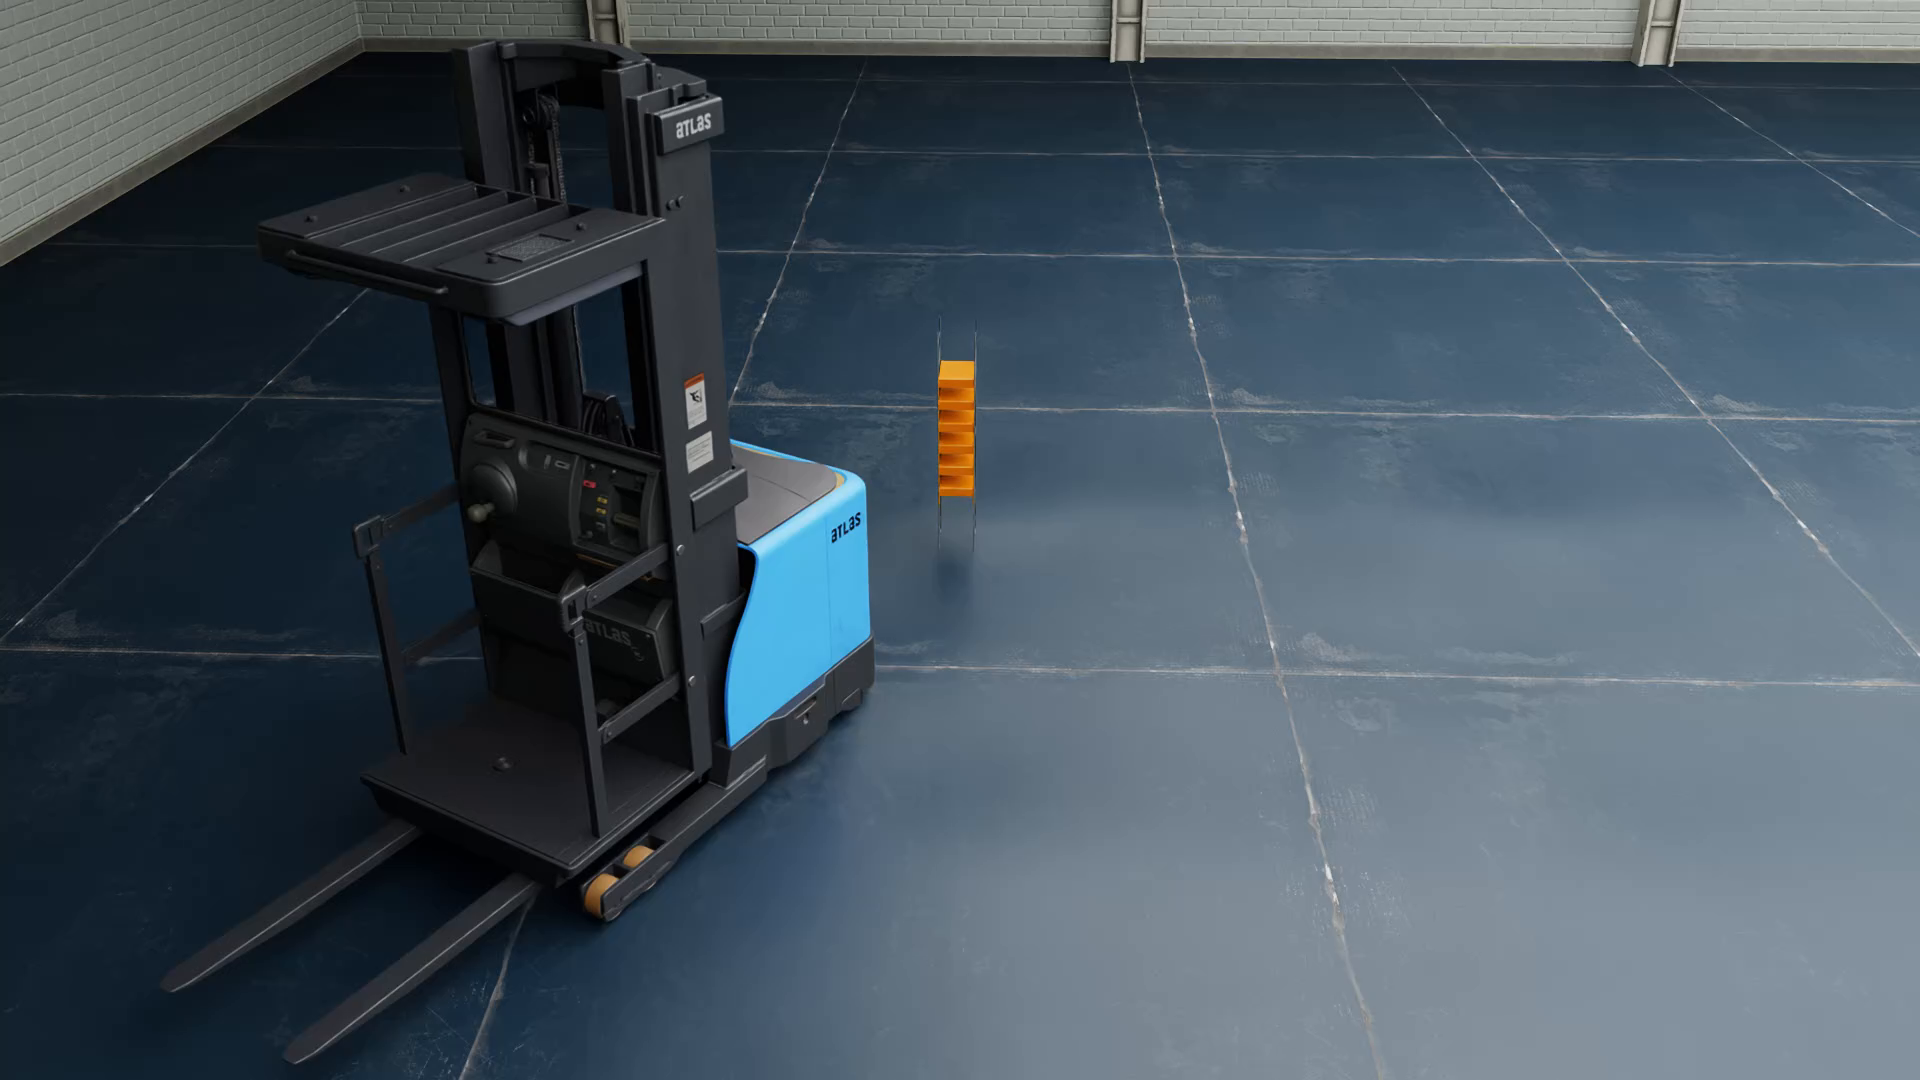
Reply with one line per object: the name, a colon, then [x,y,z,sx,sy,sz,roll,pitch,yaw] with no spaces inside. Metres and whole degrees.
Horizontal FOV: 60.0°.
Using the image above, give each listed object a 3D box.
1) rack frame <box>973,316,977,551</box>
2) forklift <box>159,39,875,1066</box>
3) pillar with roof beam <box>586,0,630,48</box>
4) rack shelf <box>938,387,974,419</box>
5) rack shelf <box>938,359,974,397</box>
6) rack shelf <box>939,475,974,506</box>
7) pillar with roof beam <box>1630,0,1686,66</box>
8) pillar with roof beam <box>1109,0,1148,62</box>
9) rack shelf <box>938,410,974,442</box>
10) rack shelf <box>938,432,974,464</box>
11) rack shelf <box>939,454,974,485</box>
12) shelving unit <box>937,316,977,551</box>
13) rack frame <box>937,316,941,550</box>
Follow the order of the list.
rack frame: [0.077,-0.529,8.467,0.006,1.200,0.240,1,28,2]
forklift: [-1.576,-0.147,5.898,1.130,2.935,3.031,16,32,27]
pillar with roof beam: [-4.223,-7.621,13.519,0.400,9.000,9.100,1,28,2]
rack shelf: [-0.014,-0.703,8.378,0.180,0.103,0.258,1,28,2]
rack shelf: [-0.014,-0.809,8.322,0.180,0.103,0.258,1,28,2]
rack shelf: [-0.014,-0.279,8.603,0.180,0.103,0.258,1,28,2]
pillar with roof beam: [7.769,-7.423,13.145,0.400,9.000,9.100,1,28,2]
pillar with roof beam: [1.773,-7.522,13.332,0.400,9.000,9.100,1,28,2]
rack shelf: [-0.014,-0.597,8.434,0.180,0.103,0.258,1,28,2]
rack shelf: [-0.014,-0.491,8.490,0.180,0.103,0.258,1,28,2]
rack shelf: [-0.014,-0.385,8.546,0.180,0.103,0.258,1,28,2]
shelving unit: [-0.014,-0.530,8.469,0.189,1.200,0.258,1,28,2]
rack frame: [-0.106,-0.532,8.472,0.006,1.200,0.240,1,28,2]
